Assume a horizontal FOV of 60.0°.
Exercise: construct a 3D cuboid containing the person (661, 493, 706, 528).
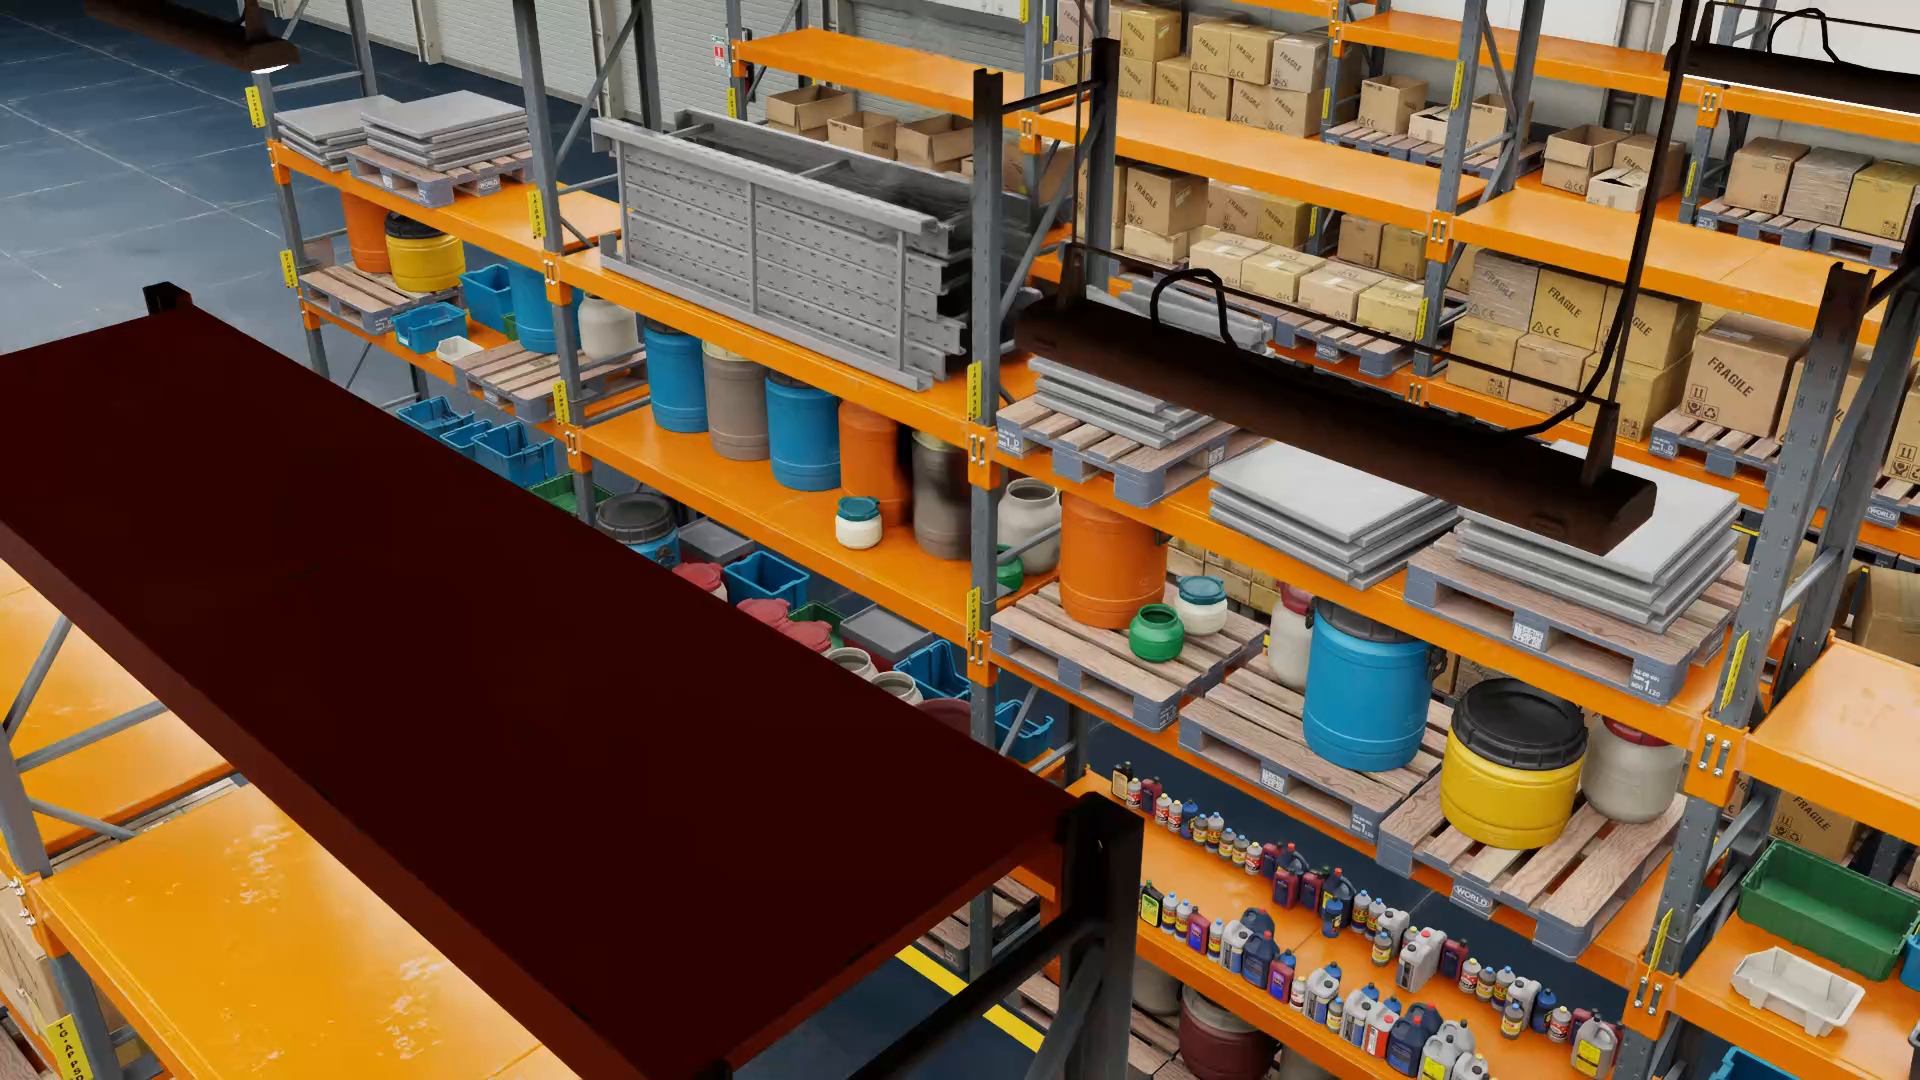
[{"bbox_3d":[-2.581,-0.517,15.529,0.630,1.602,0.676,-18,34,-29],"label":"person"}]
